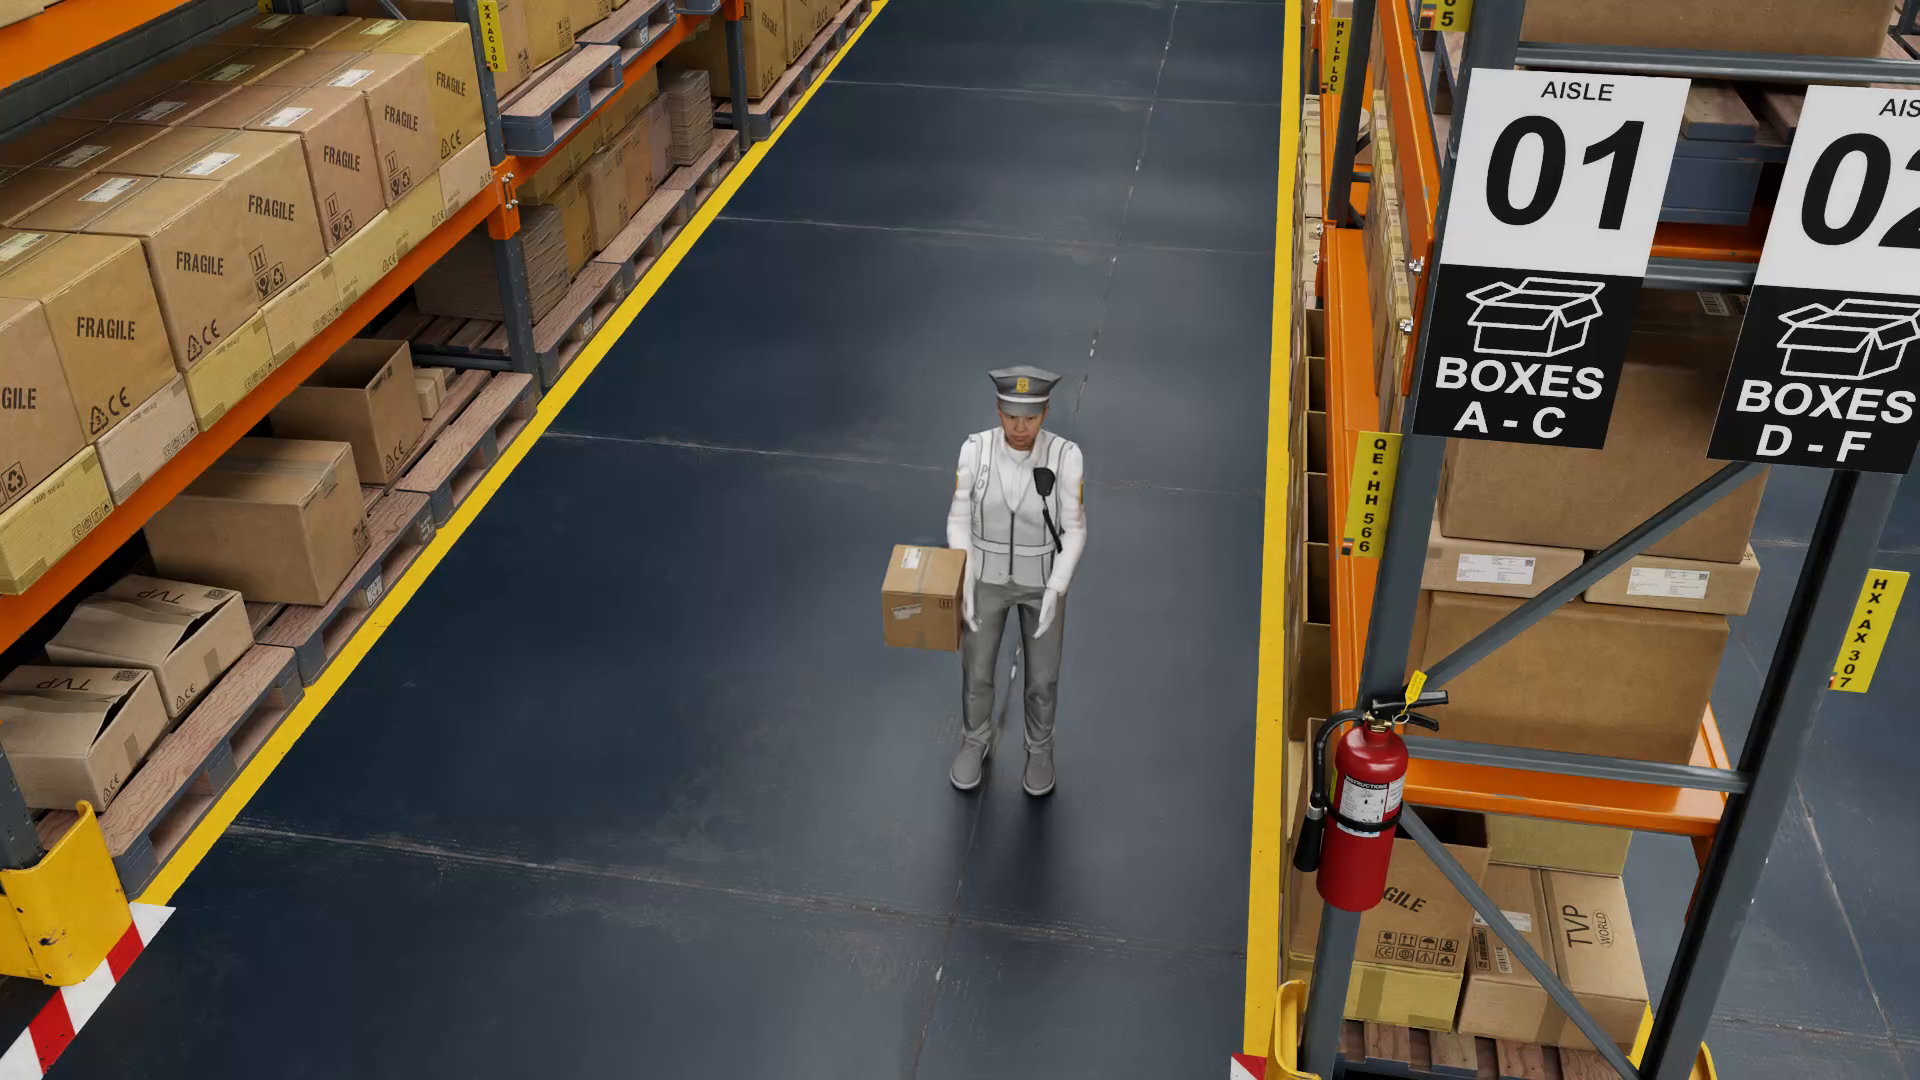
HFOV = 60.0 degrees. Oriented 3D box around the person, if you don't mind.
[{"bbox_3d":[0.188,0.181,5.826,0.492,1.691,0.475,5,33,7],"label":"person"}]
